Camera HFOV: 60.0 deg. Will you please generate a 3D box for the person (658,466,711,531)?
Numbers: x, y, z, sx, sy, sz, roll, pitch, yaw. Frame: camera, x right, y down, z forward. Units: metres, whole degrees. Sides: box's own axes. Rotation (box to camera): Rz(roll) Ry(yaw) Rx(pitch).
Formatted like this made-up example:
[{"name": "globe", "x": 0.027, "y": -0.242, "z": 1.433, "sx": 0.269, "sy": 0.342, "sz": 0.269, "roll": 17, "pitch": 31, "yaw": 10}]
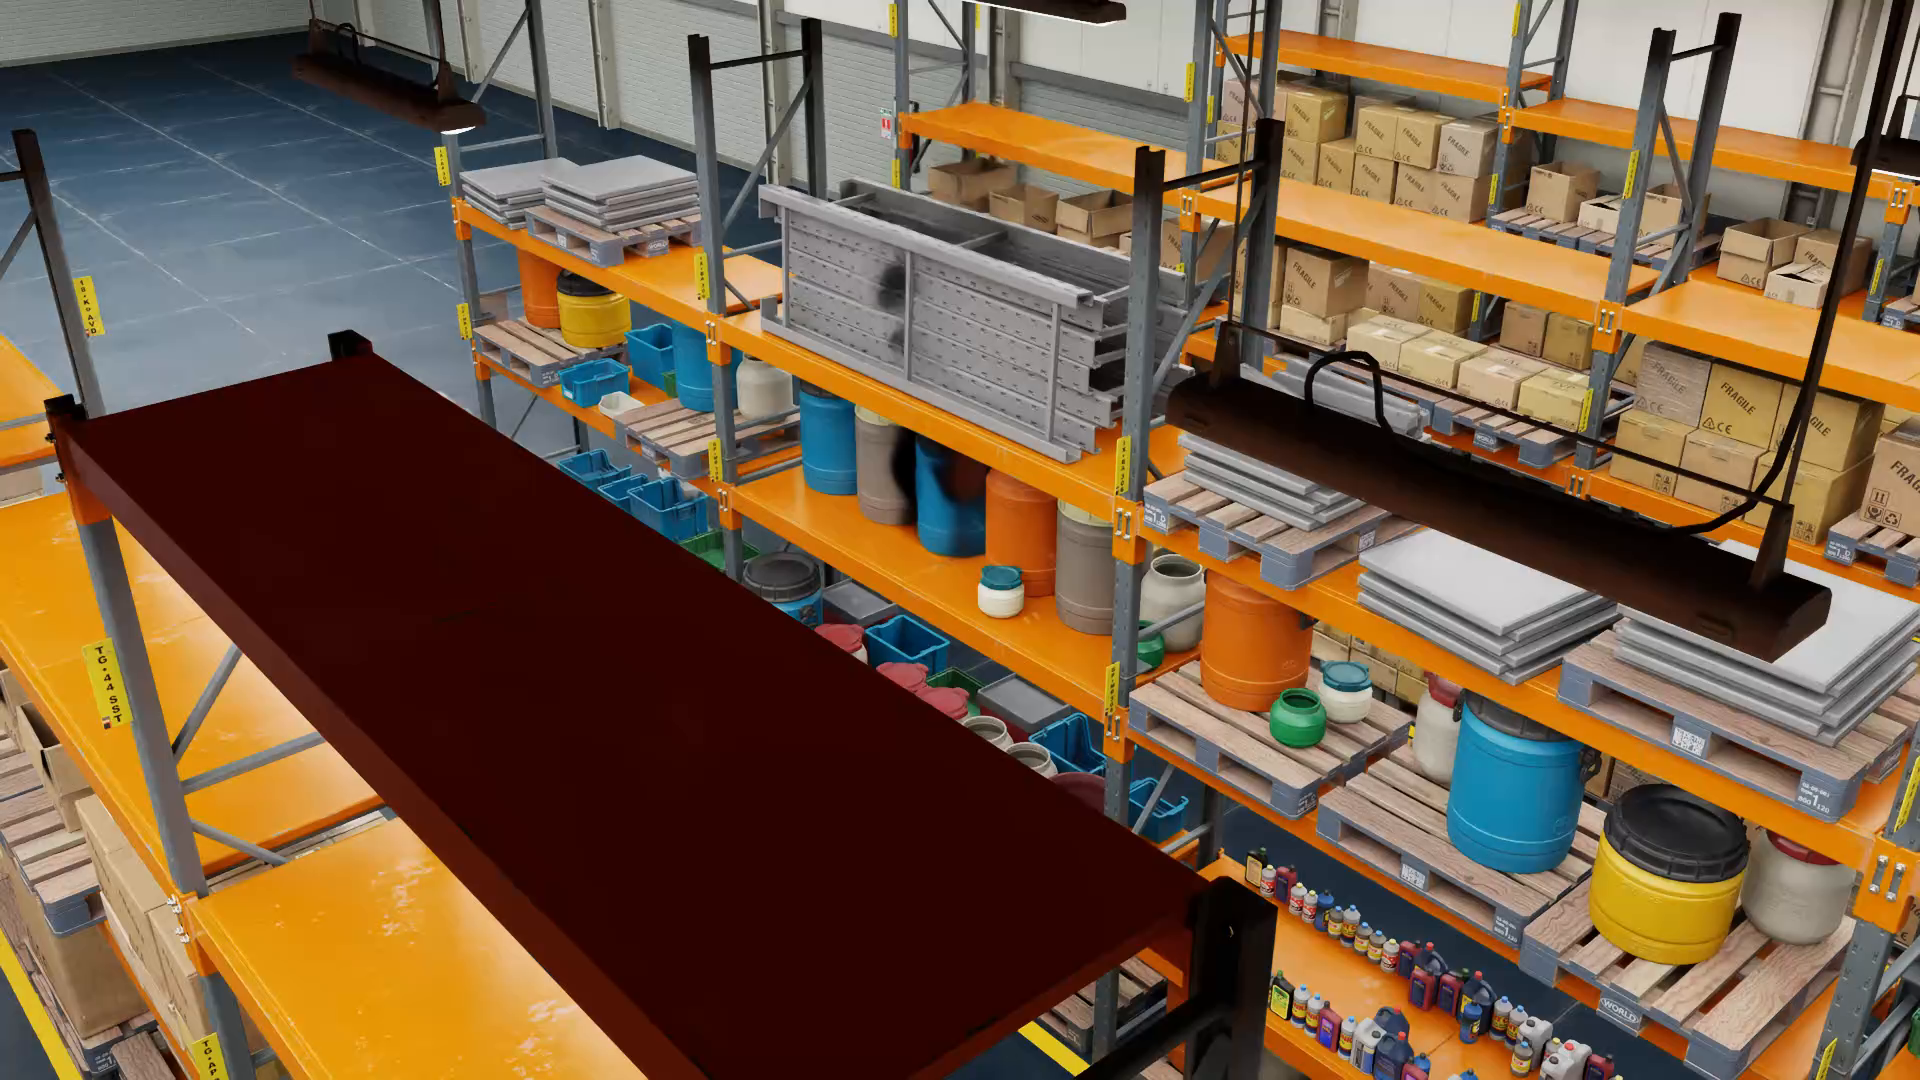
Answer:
[{"name": "person", "x": -2.767, "y": -0.529, "z": 16.802, "sx": 0.630, "sy": 1.680, "sz": 0.604, "roll": 11, "pitch": 29, "yaw": 20}]
